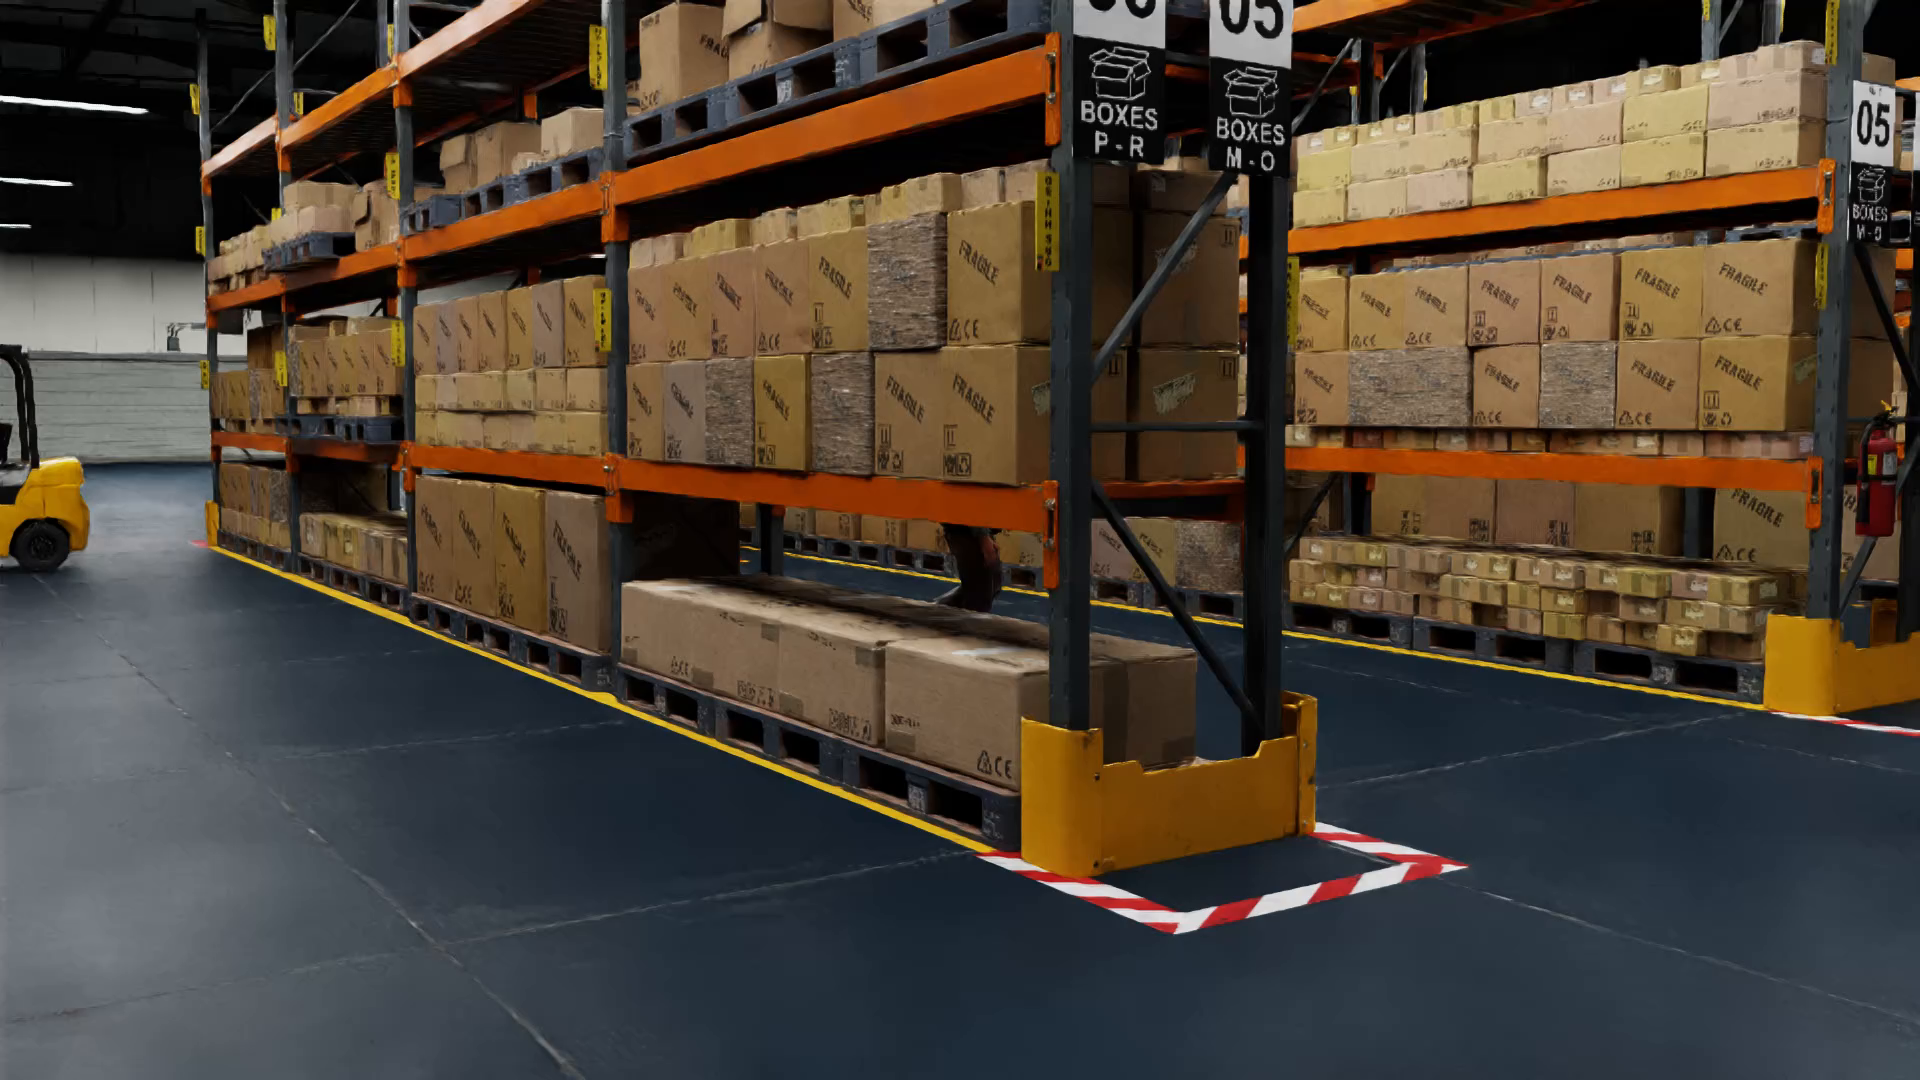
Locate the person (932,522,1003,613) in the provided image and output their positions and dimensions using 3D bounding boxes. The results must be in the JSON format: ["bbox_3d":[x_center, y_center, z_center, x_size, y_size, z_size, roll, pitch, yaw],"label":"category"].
[{"bbox_3d":[0.059,-0.032,9.545,0.600,1.688,0.645,-1,5,-10],"label":"person"}]
